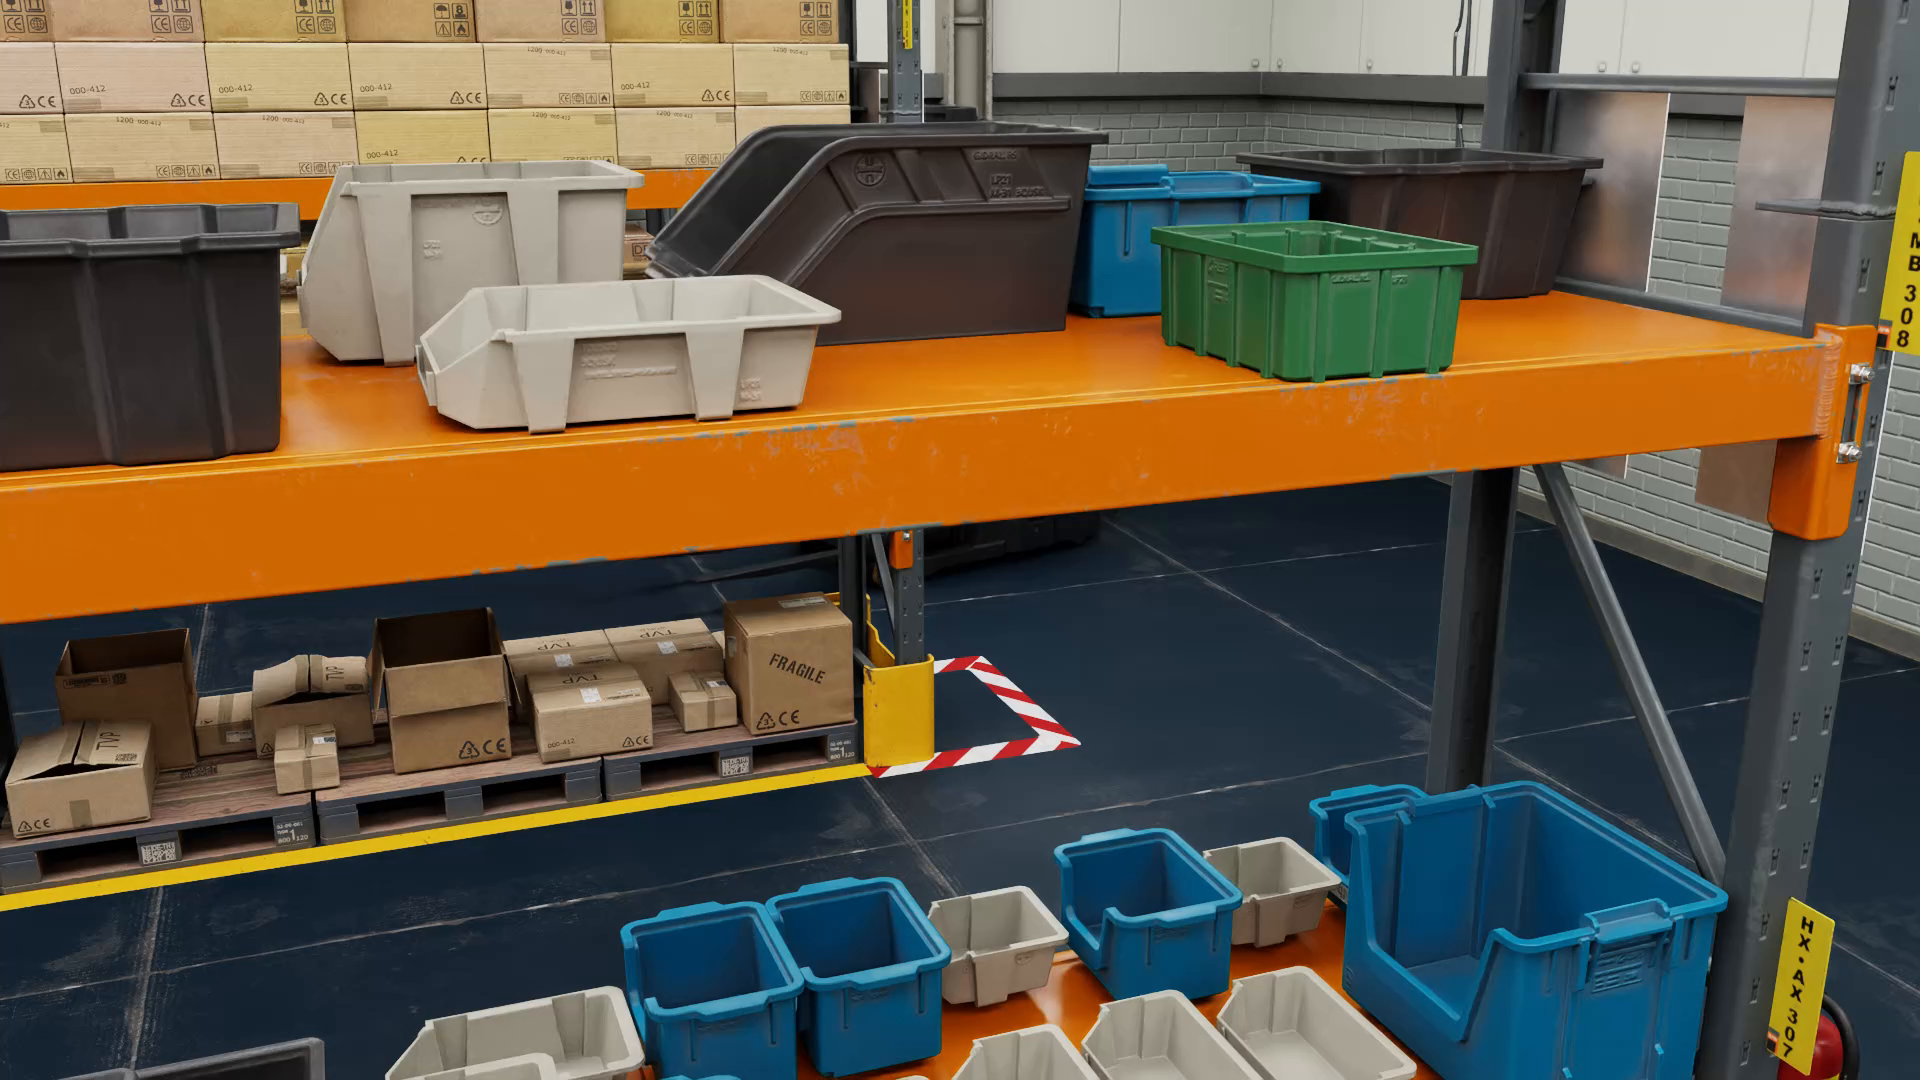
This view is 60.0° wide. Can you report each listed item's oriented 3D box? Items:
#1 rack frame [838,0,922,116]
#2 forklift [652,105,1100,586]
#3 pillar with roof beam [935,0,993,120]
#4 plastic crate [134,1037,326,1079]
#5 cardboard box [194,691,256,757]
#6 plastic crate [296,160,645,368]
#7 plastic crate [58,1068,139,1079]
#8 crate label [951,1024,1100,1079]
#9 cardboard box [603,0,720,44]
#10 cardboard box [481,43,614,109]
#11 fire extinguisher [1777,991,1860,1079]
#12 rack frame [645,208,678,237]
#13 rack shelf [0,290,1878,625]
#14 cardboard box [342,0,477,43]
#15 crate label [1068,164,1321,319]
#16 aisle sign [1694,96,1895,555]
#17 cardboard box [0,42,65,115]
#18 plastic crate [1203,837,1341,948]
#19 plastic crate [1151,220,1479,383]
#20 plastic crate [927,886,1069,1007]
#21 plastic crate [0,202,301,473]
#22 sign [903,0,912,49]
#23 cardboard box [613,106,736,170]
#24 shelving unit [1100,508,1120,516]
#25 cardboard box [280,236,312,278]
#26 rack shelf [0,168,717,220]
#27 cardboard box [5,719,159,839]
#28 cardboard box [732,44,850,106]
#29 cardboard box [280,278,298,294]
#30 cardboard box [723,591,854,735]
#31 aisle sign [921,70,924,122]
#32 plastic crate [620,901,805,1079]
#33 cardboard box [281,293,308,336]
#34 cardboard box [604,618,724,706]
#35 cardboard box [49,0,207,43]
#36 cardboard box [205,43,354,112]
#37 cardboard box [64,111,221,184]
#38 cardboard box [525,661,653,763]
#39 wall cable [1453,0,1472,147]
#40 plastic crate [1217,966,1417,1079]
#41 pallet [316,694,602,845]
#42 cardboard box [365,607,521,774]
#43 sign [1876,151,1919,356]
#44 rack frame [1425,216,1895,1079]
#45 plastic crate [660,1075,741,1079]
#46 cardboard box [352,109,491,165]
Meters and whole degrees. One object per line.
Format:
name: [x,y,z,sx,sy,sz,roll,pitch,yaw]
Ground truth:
rack frame: [-0.403,-3.407,7.230,0.127,3.000,1.000,-6,17,-20]
forklift: [-0.529,-1.266,10.707,3.031,2.935,1.130,-11,20,-34]
pillar with roof beam: [1.573,-4.077,9.512,0.400,9.000,9.100,-6,17,-20]
plastic crate: [-1.420,1.098,2.918,0.590,0.125,0.437,-6,17,-20]
cardboard box: [-3.379,0.846,7.674,0.250,0.149,0.380,-6,17,-20]
plastic crate: [-0.814,-0.465,2.746,0.530,0.282,0.437,-6,17,-20]
plastic crate: [-1.446,1.095,2.327,0.583,0.464,0.402,-6,17,-20]
crate label: [0.142,1.062,3.018,0.243,0.136,0.396,-6,17,-20]
cardboard box: [-1.374,-2.411,7.211,0.500,0.500,0.700,-6,17,-20]
cardboard box: [-1.727,-1.917,6.858,0.500,0.250,0.500,-6,17,-20]
fire extinguisher: [1.669,1.095,3.344,0.183,0.674,0.296,-6,17,-20]
rack frame: [-2.179,-1.832,12.512,0.127,3.000,1.000,-6,17,-20]
rack shelf: [-0.502,-0.118,2.628,4.000,0.370,1.077,-6,17,-20]
cardboard box: [-2.303,-2.307,6.855,0.500,0.500,0.700,-6,17,-20]
crate label: [0.389,-0.585,3.207,0.502,0.251,0.408,-6,17,-20]
aisle sign: [1.538,-0.403,3.032,0.004,0.787,0.394,-6,17,-20]
cardboard box: [-3.595,-1.716,6.174,0.500,0.250,0.500,-6,17,-20]
plastic crate: [0.688,0.821,3.839,0.298,0.136,0.250,-6,17,-20]
plastic crate: [0.547,-0.388,2.649,0.336,0.188,0.450,-6,17,-20]
plastic crate: [0.055,0.890,3.606,0.298,0.136,0.250,-6,17,-20]
plastic crate: [-1.111,-0.251,2.039,0.590,0.269,0.497,-6,17,-20]
sign: [-0.223,-2.245,7.024,0.005,0.325,0.100,-6,17,-20]
cardboard box: [-1.259,-1.727,7.099,0.500,0.250,0.500,-6,17,-20]
shelving unit: [0.898,-0.739,11.980,0.503,1.200,0.258,-11,19,-33]
cardboard box: [-4.718,-1.695,11.514,0.700,0.700,0.980,-7,18,-21]
rack shelf: [-2.271,-1.421,7.067,4.000,0.370,1.077,-6,17,-20]
cardboard box: [-3.669,0.968,6.969,0.500,0.311,0.500,-6,17,-20]
cardboard box: [-0.792,-2.017,7.198,0.500,0.250,0.500,-6,17,-20]
cardboard box: [-2.811,-0.875,7.304,0.500,0.500,0.500,-6,17,-20]
cardboard box: [-0.823,0.579,7.958,0.500,0.500,0.500,-6,17,-20]
aisle sign: [-0.230,-1.702,7.458,0.004,0.787,0.394,-6,17,-20]
plastic crate: [-0.492,0.928,3.306,0.300,0.233,0.416,-6,17,-20]
cardboard box: [-2.636,-0.731,6.810,0.500,0.500,0.500,-7,18,-22]
cardboard box: [-1.479,0.610,8.296,0.500,0.250,0.500,-6,17,-20]
cardboard box: [-3.180,-2.165,6.370,0.500,0.500,0.700,-6,17,-20]
cardboard box: [-2.658,-1.815,6.509,0.500,0.250,0.500,-6,17,-20]
cardboard box: [-3.127,-1.526,6.414,0.500,0.250,0.500,-6,17,-20]
cardboard box: [-1.721,0.787,7.694,0.500,0.250,0.500,-6,17,-20]
wall cable: [3.230,-3.697,13.726,0.112,2.526,3.097,-6,17,-20]
plastic crate: [0.669,1.002,3.222,0.243,0.136,0.396,-6,17,-20]
pallet: [-2.356,1.020,7.752,1.213,0.211,1.003,-6,17,-20]
cardboard box: [-2.386,0.670,7.641,0.637,0.503,0.797,-6,17,-20]
sign: [1.578,-0.471,2.741,0.005,0.325,0.100,-6,17,-20]
rack frame: [1.366,0.775,3.636,0.127,3.000,1.000,-6,17,-20]
plastic crate: [-0.460,1.101,2.716,0.300,0.233,0.416,-6,17,-20]
cardboard box: [-2.194,-1.627,6.759,0.500,0.250,0.500,-6,17,-20]
